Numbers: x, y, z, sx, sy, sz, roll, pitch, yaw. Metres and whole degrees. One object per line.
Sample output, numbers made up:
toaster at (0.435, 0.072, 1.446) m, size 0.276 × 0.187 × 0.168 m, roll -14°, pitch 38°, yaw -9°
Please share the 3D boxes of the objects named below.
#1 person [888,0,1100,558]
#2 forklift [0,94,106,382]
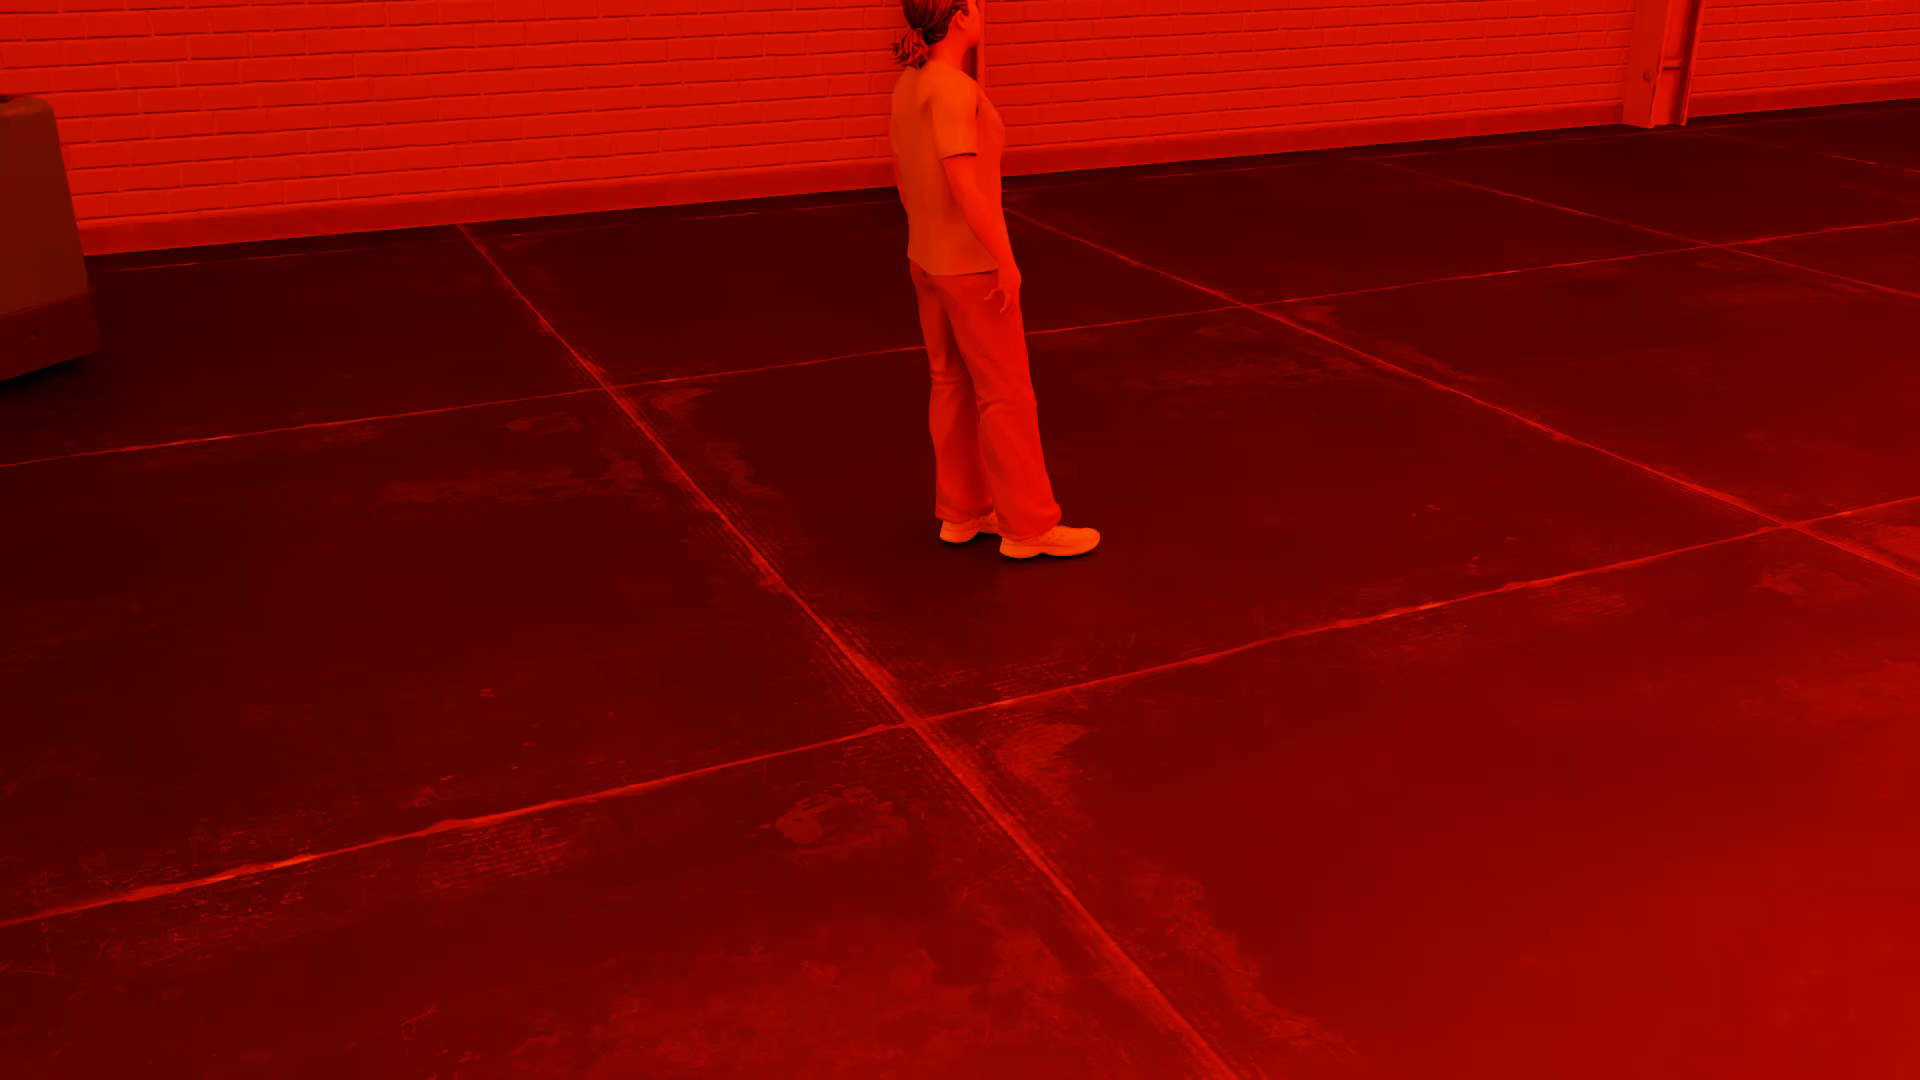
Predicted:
person at (0.072, -0.789, 4.802) m, size 0.548 × 1.673 × 0.553 m, roll -10°, pitch 25°, yaw -23°
forklift at (-5.071, -2.123, 6.397) m, size 3.031 × 2.935 × 1.130 m, roll 9°, pitch 24°, yaw 20°
